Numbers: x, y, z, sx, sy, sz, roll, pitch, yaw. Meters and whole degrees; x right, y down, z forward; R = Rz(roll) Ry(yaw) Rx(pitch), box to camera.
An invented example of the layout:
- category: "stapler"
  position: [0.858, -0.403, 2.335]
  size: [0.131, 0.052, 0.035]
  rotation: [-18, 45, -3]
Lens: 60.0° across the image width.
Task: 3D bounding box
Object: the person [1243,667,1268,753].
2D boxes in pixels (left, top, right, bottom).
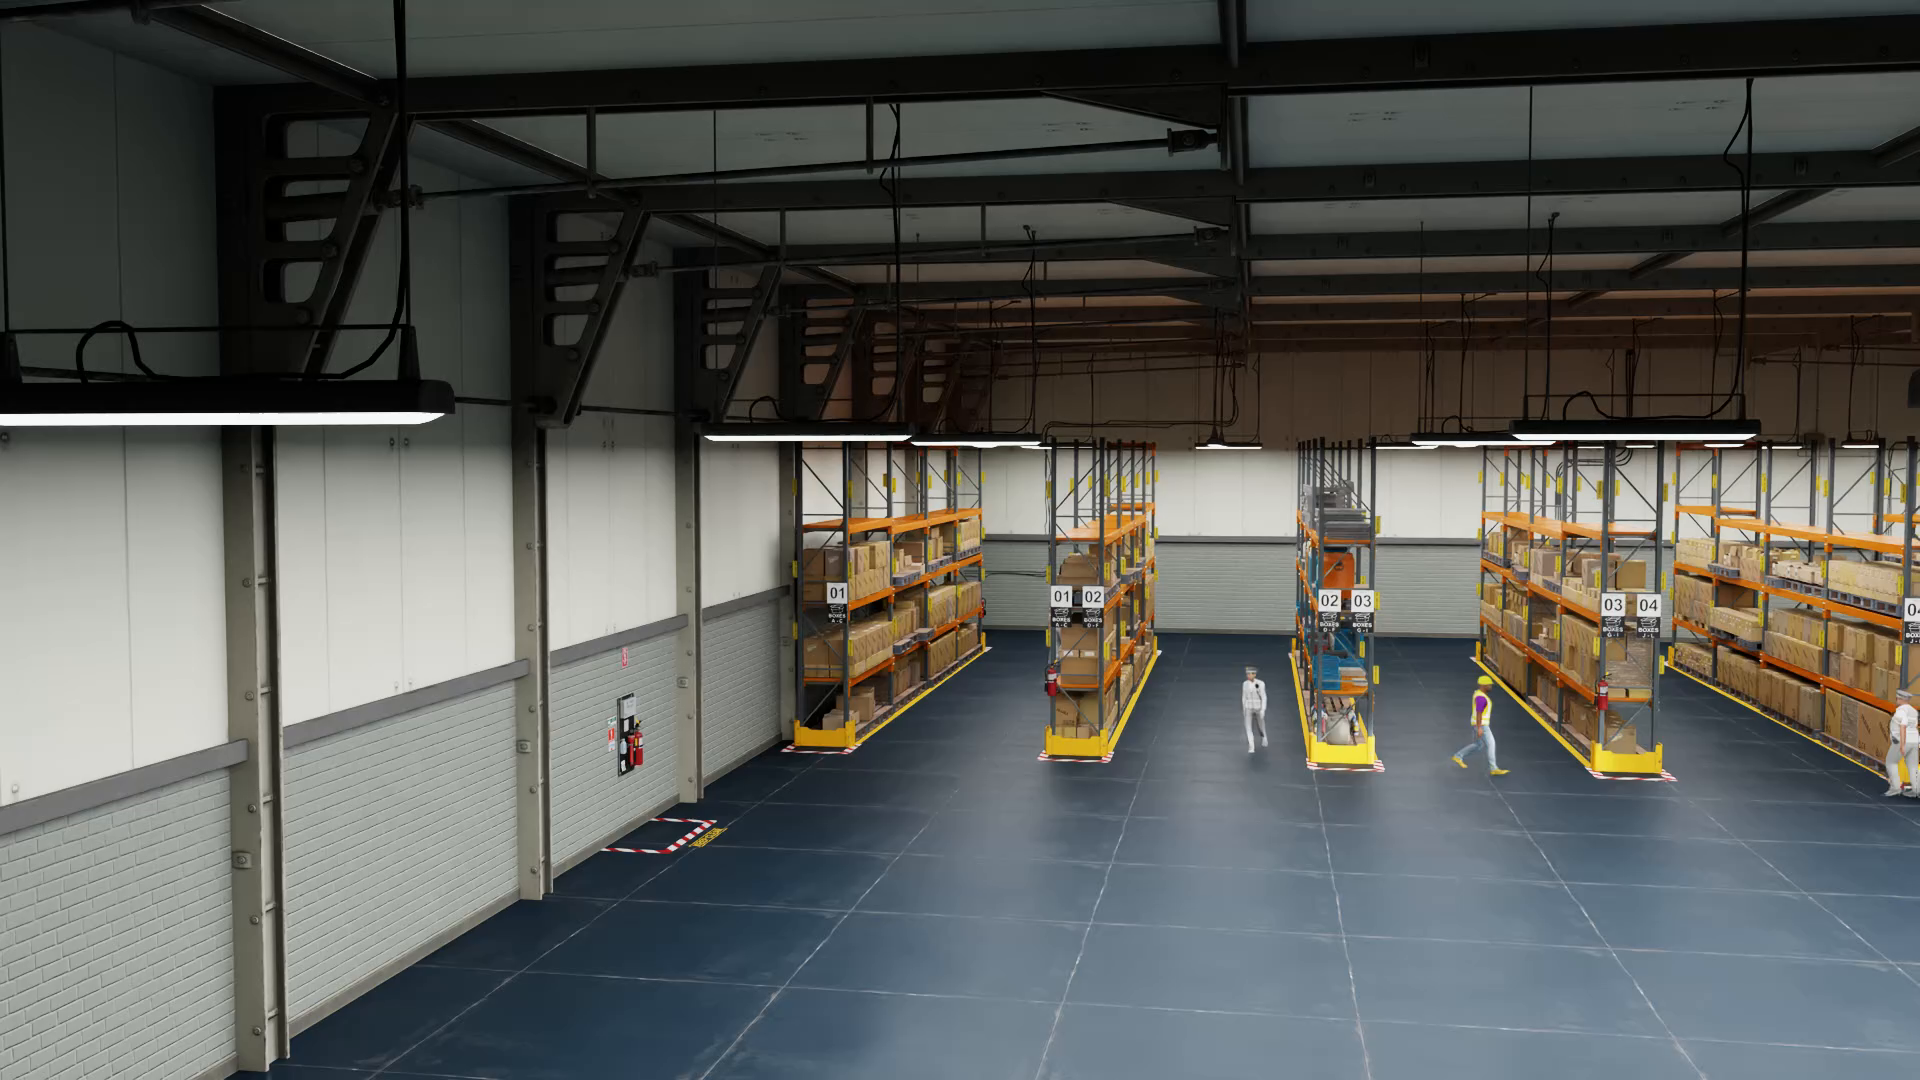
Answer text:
- category: "person"
  position: [5.616, 3.228, 31.761]
  size: [0.484, 1.613, 0.810]
  rotation: [1, 3, 21]

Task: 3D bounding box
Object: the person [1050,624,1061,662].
- category: "person"
  position: [2.675, 2.496, 45.278]
  size: [0.494, 1.670, 0.499]
  rotation: [1, 3, 14]

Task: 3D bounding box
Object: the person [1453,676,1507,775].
- category: "person"
  position: [9.270, 3.285, 29.636]
  size: [0.898, 1.744, 0.623]
  rotation: [1, 3, 12]

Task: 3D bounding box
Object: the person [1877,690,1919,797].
- category: "person"
  position: [15.695, 3.405, 27.614]
  size: [0.549, 1.808, 0.643]
  rotation: [-1, 3, -20]
